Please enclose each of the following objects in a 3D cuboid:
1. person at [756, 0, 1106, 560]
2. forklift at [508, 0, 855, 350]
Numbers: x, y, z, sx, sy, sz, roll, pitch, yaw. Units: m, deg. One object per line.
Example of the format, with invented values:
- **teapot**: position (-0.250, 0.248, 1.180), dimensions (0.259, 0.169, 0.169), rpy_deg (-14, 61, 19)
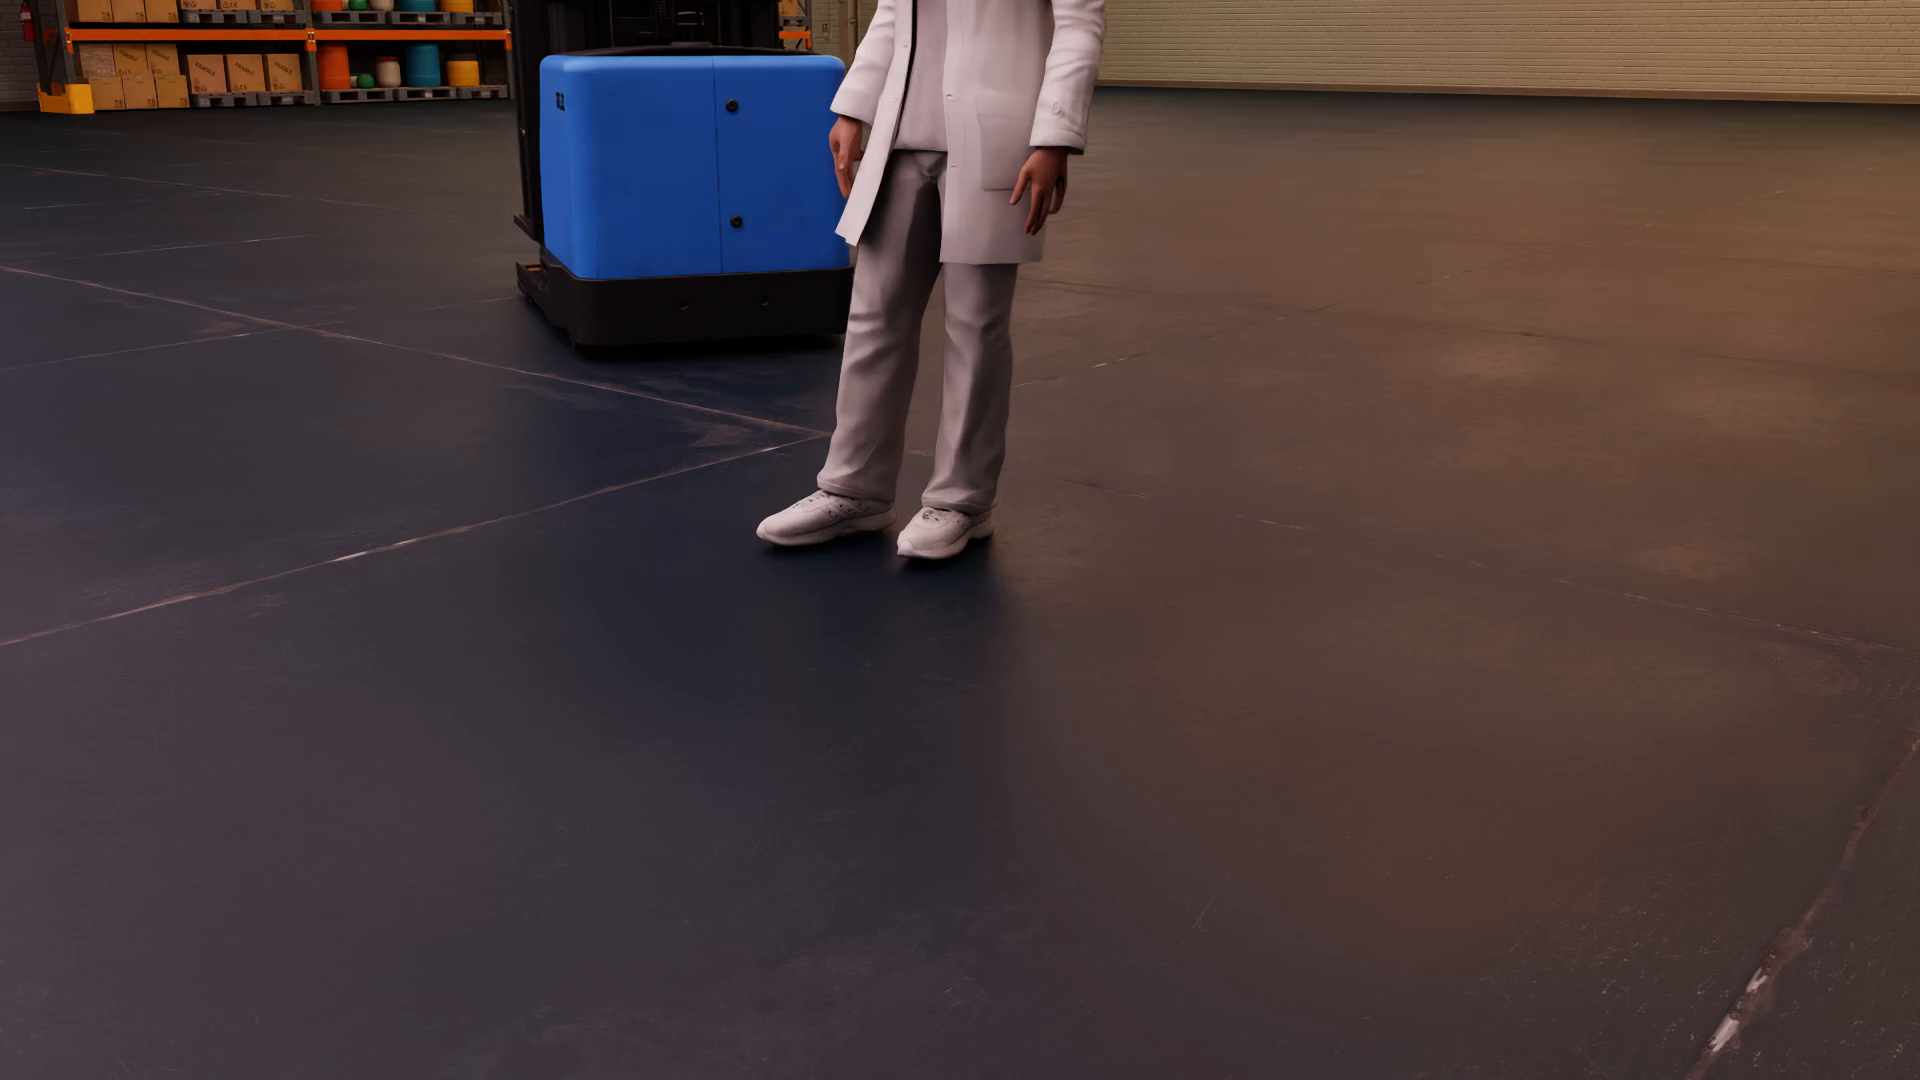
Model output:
- **person**: position (-0.061, -0.838, 3.616), dimensions (0.698, 1.778, 0.578), rpy_deg (13, 21, 37)
- **forklift**: position (-1.383, -2.486, 7.084), dimensions (1.130, 2.935, 3.031), rpy_deg (-6, 18, -19)
